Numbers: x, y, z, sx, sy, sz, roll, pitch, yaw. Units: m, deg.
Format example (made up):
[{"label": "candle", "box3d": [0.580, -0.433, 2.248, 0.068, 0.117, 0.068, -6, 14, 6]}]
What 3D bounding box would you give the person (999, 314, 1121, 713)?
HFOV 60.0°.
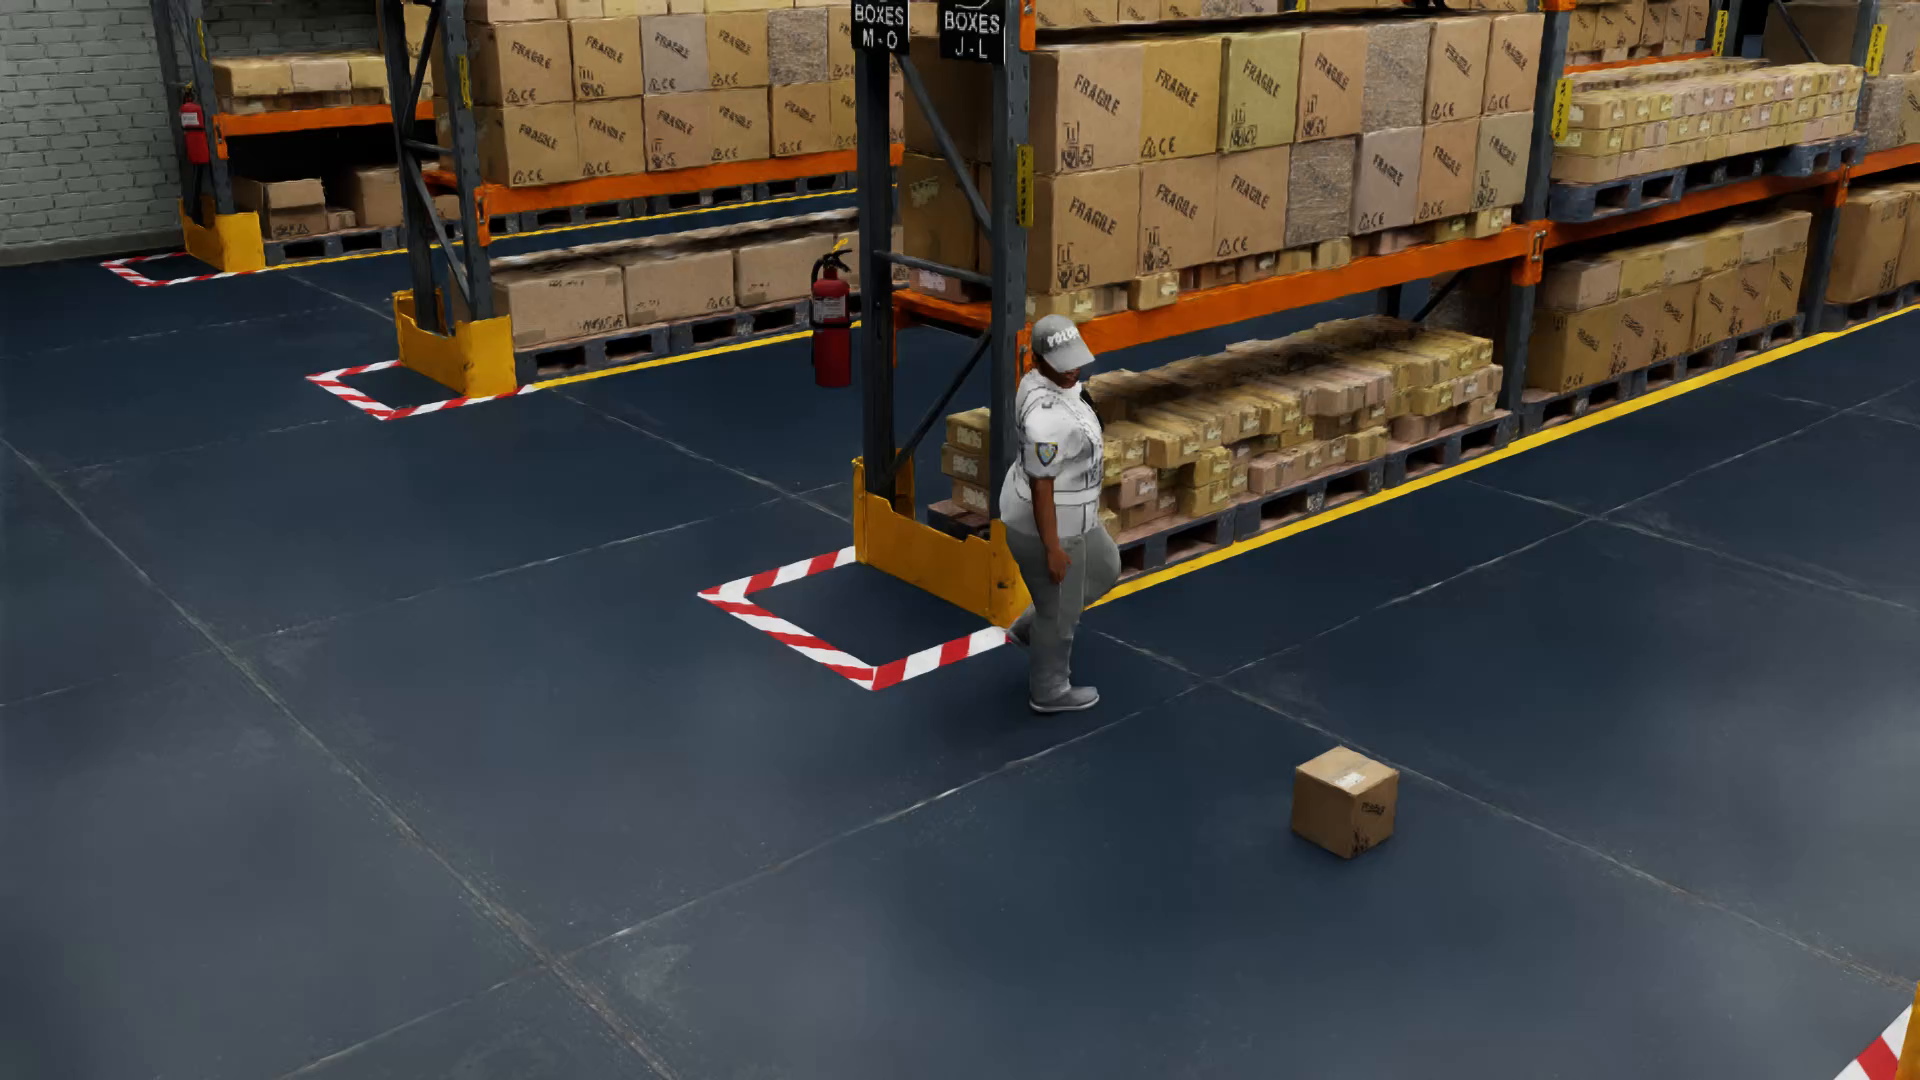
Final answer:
[{"label": "person", "box3d": [0.390, -0.073, 6.281, 0.483, 1.653, 0.649, 0, 21, -1]}]
